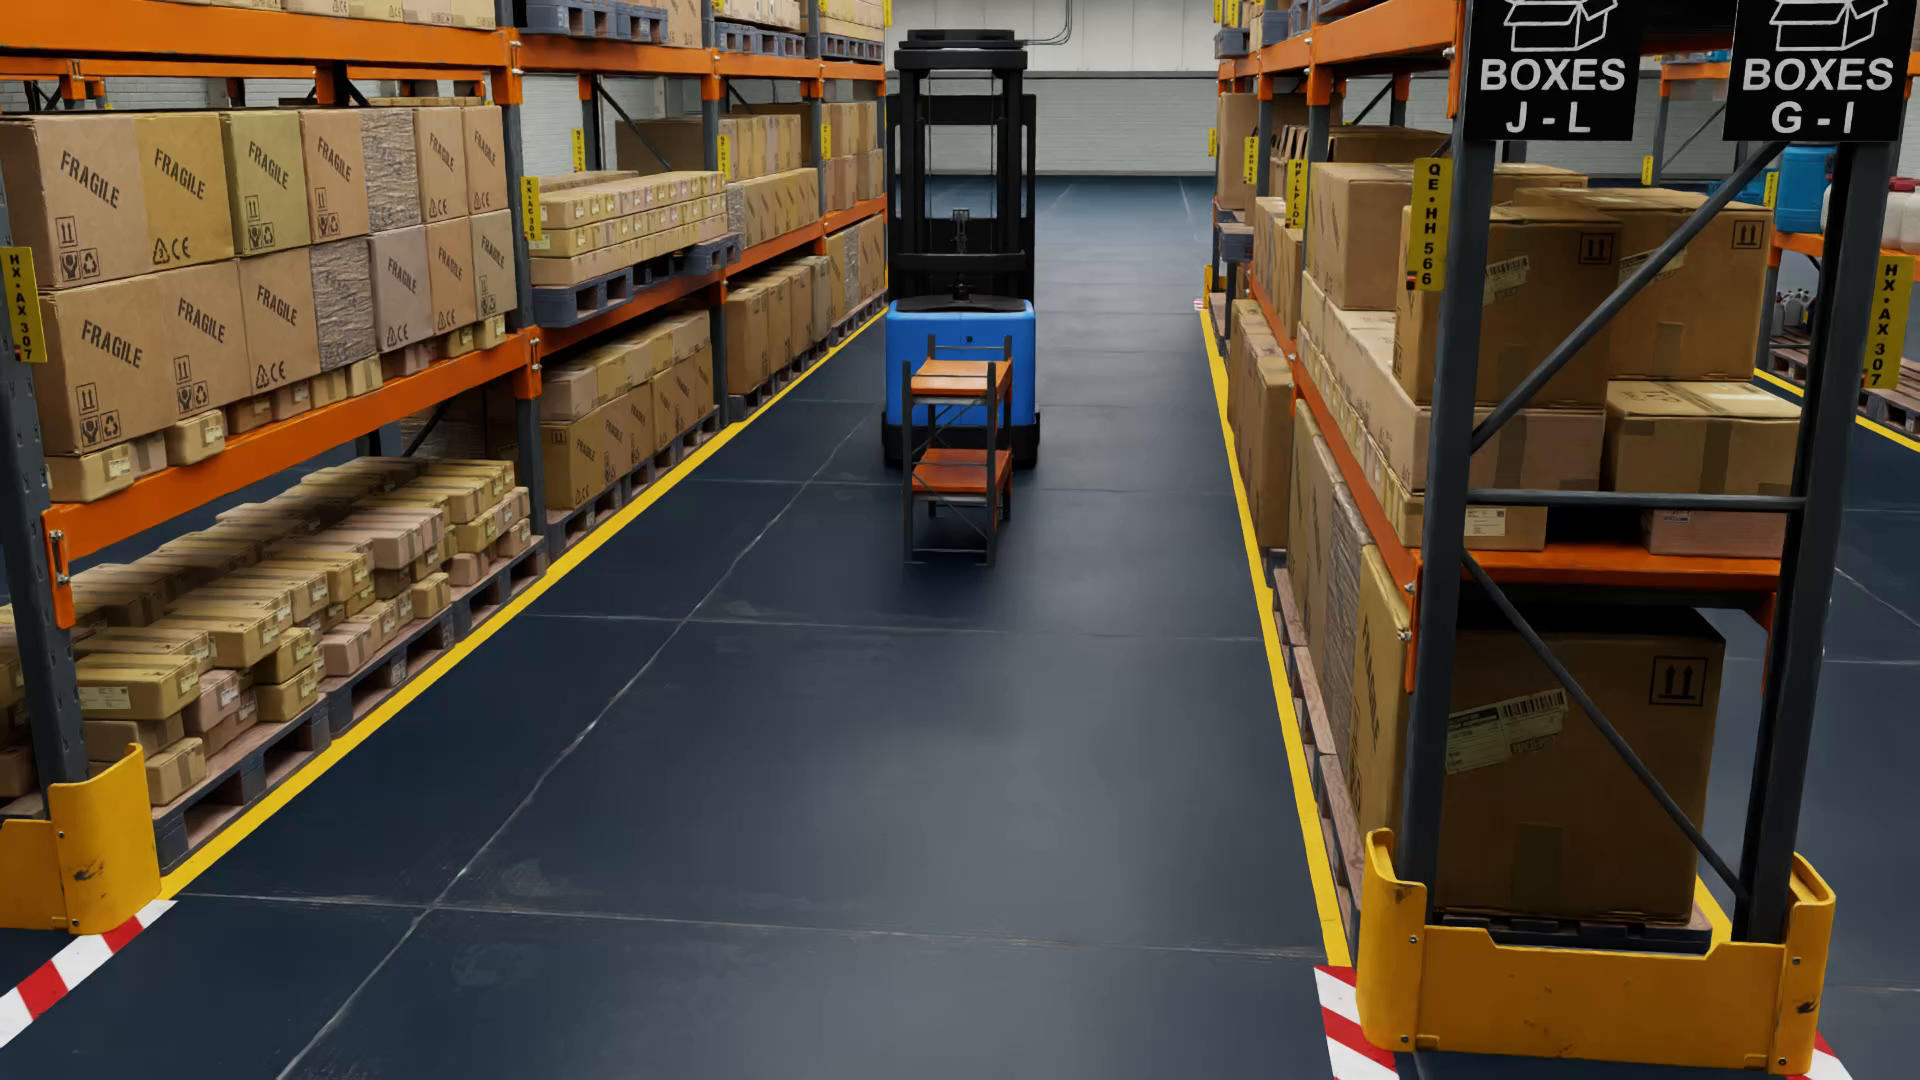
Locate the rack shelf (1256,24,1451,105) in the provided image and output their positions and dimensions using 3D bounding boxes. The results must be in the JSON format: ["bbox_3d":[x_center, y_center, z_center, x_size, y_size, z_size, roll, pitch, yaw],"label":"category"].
[{"bbox_3d":[2.390,-2.750,9.719,1.077,0.370,4.000,2,15,6],"label":"rack shelf"}]

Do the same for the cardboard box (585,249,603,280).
[{"bbox_3d":[-2.226,-1.545,9.307,0.380,0.149,0.250,2,15,7],"label":"cardboard box"}]

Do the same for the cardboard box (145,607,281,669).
[{"bbox_3d":[-2.740,0.358,6.109,0.380,0.149,0.250,2,15,6],"label":"cardboard box"}]

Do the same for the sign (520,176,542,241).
[{"bbox_3d":[-2.213,-1.707,8.570,0.100,0.325,0.005,2,15,6],"label":"sign"}]

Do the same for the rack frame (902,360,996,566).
[{"bbox_3d":[-0.058,-0.409,9.021,0.500,1.125,0.032,2,15,6],"label":"rack frame"}]

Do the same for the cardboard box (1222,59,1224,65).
[{"bbox_3d":[3.155,-5.368,18.307,0.500,0.250,0.500,1,15,5],"label":"cardboard box"}]

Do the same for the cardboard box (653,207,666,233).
[{"bbox_3d":[-2.077,-2.023,10.502,0.380,0.149,0.250,1,15,5],"label":"cardboard box"}]

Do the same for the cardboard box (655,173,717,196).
[{"bbox_3d":[-1.932,-2.504,11.711,0.380,0.149,0.250,2,15,6],"label":"cardboard box"}]

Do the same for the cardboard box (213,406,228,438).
[{"bbox_3d":[-2.878,-0.426,5.971,0.380,0.149,0.250,2,15,9],"label":"cardboard box"}]

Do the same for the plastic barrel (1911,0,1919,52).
[{"bbox_3d":[8.073,-4.442,13.636,0.600,0.901,0.600,0,15,0],"label":"plastic barrel"}]

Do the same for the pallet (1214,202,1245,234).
[{"bbox_3d":[2.836,-2.919,15.079,1.003,0.211,1.213,2,15,6],"label":"pallet"}]

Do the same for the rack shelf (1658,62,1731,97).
[{"bbox_3d":[8.214,-4.679,16.852,1.077,0.370,4.000,2,15,6],"label":"rack shelf"}]

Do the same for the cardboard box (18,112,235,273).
[{"bbox_3d":[-2.839,-1.180,5.602,0.500,0.500,0.500,2,15,8],"label":"cardboard box"}]

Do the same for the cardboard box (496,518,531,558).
[{"bbox_3d":[-2.459,-0.018,8.639,0.380,0.149,0.250,2,15,7],"label":"cardboard box"}]

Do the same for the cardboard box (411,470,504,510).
[{"bbox_3d":[-2.524,-0.250,8.356,0.380,0.149,0.250,2,15,7],"label":"cardboard box"}]

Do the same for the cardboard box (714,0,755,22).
[{"bbox_3d":[-1.945,-4.278,13.283,0.500,0.250,0.500,2,15,8],"label":"cardboard box"}]

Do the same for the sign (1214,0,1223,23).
[{"bbox_3d":[2.979,-6.129,19.161,0.100,0.325,0.005,2,15,6],"label":"sign"}]

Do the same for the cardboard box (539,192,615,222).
[{"bbox_3d":[-2.194,-1.899,9.477,0.380,0.149,0.250,2,15,7],"label":"cardboard box"}]

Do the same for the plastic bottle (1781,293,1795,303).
[{"bbox_3d":[8.612,-2.441,17.318,0.152,0.276,0.135,2,15,7],"label":"plastic bottle"}]

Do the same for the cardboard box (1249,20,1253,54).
[{"bbox_3d":[2.527,-3.934,13.004,0.500,0.250,0.500,2,15,8],"label":"cardboard box"}]

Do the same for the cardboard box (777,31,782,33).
[{"bbox_3d":[-2.042,-5.258,17.101,0.380,0.149,0.250,2,15,6],"label":"cardboard box"}]

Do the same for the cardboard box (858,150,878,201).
[{"bbox_3d":[-1.436,-4.247,19.335,0.875,0.550,0.550,2,15,6],"label":"cardboard box"}]

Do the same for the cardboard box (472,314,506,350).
[{"bbox_3d":[-2.473,-1.031,8.210,0.380,0.149,0.250,1,15,5],"label":"cardboard box"}]

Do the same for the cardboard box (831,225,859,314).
[{"bbox_3d":[-1.612,-2.950,18.092,0.875,0.875,0.875,2,15,7],"label":"cardboard box"}]

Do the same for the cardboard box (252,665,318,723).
[{"bbox_3d":[-2.720,0.583,6.416,0.380,0.149,0.250,2,15,7],"label":"cardboard box"}]

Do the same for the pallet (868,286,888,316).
[{"bbox_3d":[-1.411,-2.860,19.834,1.003,0.211,1.213,2,15,6],"label":"pallet"}]

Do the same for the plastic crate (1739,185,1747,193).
[{"bbox_3d":[8.601,-3.719,17.953,0.499,0.251,0.408,2,15,6],"label":"plastic crate"}]

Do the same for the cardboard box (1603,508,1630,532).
[{"bbox_3d":[2.108,-0.121,4.845,0.380,0.149,0.250,1,15,5],"label":"cardboard box"}]

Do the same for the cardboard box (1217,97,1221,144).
[{"bbox_3d":[3.122,-4.654,18.449,0.500,0.500,0.500,2,15,6],"label":"cardboard box"}]

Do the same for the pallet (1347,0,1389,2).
[{"bbox_3d":[1.921,-2.009,5.767,1.003,0.211,1.213,2,15,6],"label":"pallet"}]

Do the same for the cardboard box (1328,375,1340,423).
[{"bbox_3d":[1.626,-0.538,6.388,0.380,0.149,0.250,1,15,5],"label":"cardboard box"}]

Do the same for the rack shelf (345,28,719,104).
[{"bbox_3d":[-2.527,-2.923,10.356,1.077,0.370,4.000,2,15,6],"label":"rack shelf"}]

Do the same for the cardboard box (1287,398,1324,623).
[{"bbox_3d":[2.010,-0.139,7.696,0.875,0.875,0.875,2,15,6],"label":"cardboard box"}]

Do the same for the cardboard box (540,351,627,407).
[{"bbox_3d":[-2.349,-0.983,10.100,0.500,0.250,0.500,2,15,8],"label":"cardboard box"}]

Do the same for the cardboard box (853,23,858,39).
[{"bbox_3d":[-1.300,-5.435,17.753,0.380,0.149,0.250,2,15,7],"label":"cardboard box"}]

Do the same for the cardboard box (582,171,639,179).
[{"bbox_3d":[-2.547,-2.594,12.046,0.380,0.149,0.250,2,15,6],"label":"cardboard box"}]

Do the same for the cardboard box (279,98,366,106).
[{"bbox_3d":[-6.515,-4.280,17.067,0.700,0.500,0.500,2,15,6],"label":"cardboard box"}]

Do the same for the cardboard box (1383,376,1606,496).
[{"bbox_3d":[1.504,-0.298,4.736,0.500,0.250,0.500,1,15,5],"label":"cardboard box"}]

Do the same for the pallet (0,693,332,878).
[{"bbox_3d":[-3.069,0.851,6.111,1.003,0.211,1.213,2,15,6],"label":"pallet"}]

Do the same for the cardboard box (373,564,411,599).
[{"bbox_3d":[-2.689,0.156,7.426,0.380,0.149,0.250,1,15,4],"label":"cardboard box"}]

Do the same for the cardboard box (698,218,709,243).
[{"bbox_3d":[-1.959,-2.150,11.542,0.380,0.149,0.250,2,15,7],"label":"cardboard box"}]

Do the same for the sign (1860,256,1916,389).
[{"bbox_3d":[2.263,-0.532,4.072,0.100,0.325,0.005,2,15,6],"label":"sign"}]

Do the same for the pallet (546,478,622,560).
[{"bbox_3d":[-2.666,-0.159,9.846,1.003,0.211,1.213,2,15,6],"label":"pallet"}]

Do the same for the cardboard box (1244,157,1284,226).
[{"bbox_3d":[2.600,-2.708,12.935,0.700,0.500,0.500,4,16,15],"label":"cardboard box"}]

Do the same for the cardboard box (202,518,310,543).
[{"bbox_3d":[-3.132,0.008,7.403,0.380,0.149,0.250,1,15,4],"label":"cardboard box"}]

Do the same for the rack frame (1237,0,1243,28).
[{"bbox_3d":[3.067,-6.102,14.988,1.000,3.000,0.127,2,15,6],"label":"rack frame"}]

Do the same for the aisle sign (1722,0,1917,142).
[{"bbox_3d":[2.003,-1.321,3.820,0.394,0.787,0.004,2,15,6],"label":"aisle sign"}]

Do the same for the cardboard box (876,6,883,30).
[{"bbox_3d":[-1.176,-6.051,19.267,0.500,0.250,0.500,2,15,7],"label":"cardboard box"}]

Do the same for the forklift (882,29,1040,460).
[{"bbox_3d":[0.008,-2.292,12.524,1.130,2.935,3.031,0,15,0],"label":"forklift"}]

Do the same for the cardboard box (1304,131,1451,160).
[{"bbox_3d":[2.317,-2.007,9.225,0.797,0.503,0.637,2,15,7],"label":"cardboard box"}]

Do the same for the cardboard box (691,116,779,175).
[{"bbox_3d":[-2.014,-3.516,14.810,0.700,0.500,0.500,2,15,7],"label":"cardboard box"}]

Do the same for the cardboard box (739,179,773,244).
[{"bbox_3d":[-1.871,-2.760,13.932,0.500,0.500,0.500,2,15,6],"label":"cardboard box"}]

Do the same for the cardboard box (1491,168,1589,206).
[{"bbox_3d":[2.317,-1.307,7.031,0.500,0.500,0.500,2,15,7],"label":"cardboard box"}]

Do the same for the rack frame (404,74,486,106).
[{"bbox_3d":[-6.329,-4.535,20.687,1.000,3.000,0.127,2,15,6],"label":"rack frame"}]

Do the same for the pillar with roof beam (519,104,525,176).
[{"bbox_3d":[-5.927,-11.964,36.668,9.100,9.000,0.400,2,15,6],"label":"pillar with roof beam"}]

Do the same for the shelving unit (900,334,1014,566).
[{"bbox_3d":[-0.001,-0.541,9.509,0.538,1.125,1.048,2,15,6],"label":"shelving unit"}]
